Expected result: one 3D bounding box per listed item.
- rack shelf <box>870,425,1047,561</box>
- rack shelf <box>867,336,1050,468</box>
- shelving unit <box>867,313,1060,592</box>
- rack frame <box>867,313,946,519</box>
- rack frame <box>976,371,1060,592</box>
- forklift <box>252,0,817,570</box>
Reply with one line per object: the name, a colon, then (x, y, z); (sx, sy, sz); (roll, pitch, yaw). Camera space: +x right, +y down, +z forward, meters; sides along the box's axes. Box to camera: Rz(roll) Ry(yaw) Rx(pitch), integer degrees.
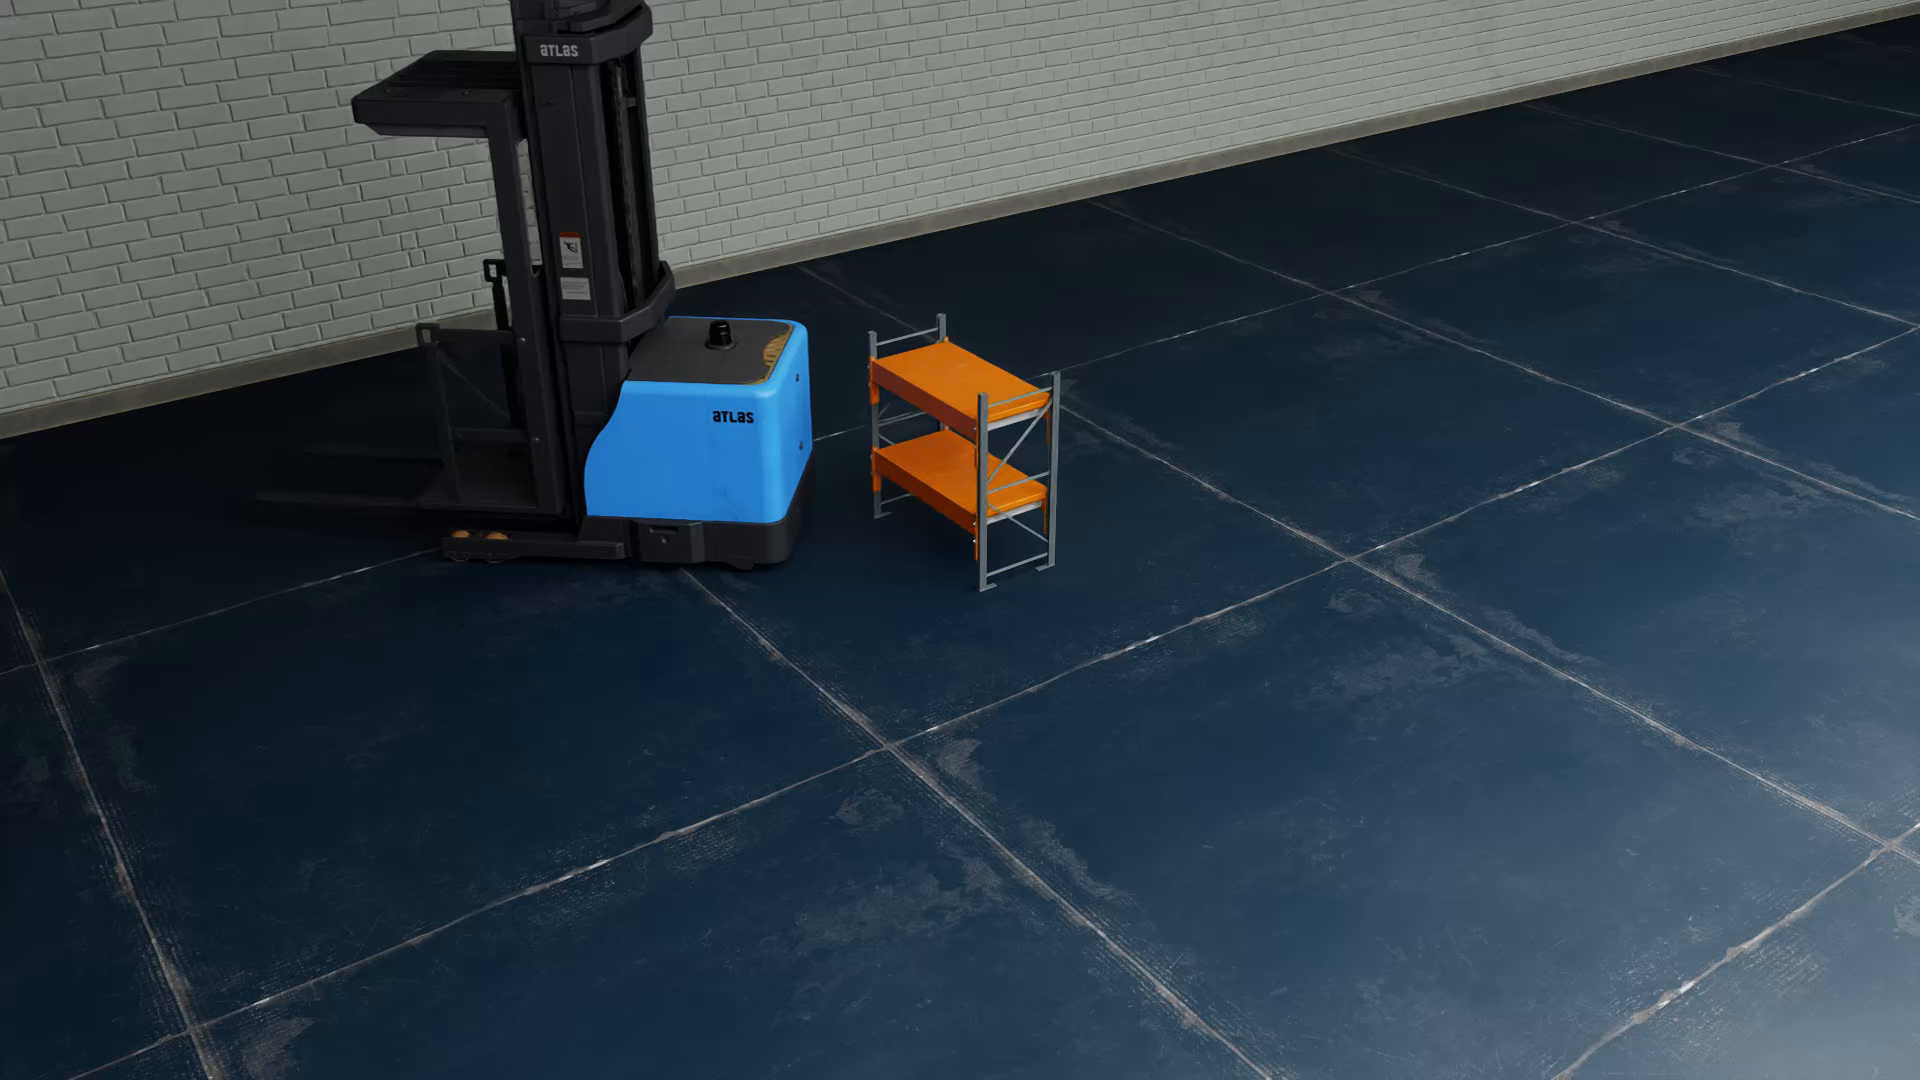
rack shelf: (0.004, -0.277, 9.093); (0.538, 0.278, 1.000); (-19, 34, -31)
rack shelf: (0.004, -0.749, 8.837); (0.538, 0.278, 1.000); (-19, 34, -31)
shelving unit: (0.004, -0.492, 8.977); (0.538, 1.125, 1.048); (-19, 34, -31)
rack frame: (-0.291, -0.689, 9.341); (0.500, 1.125, 0.032); (-19, 34, -31)
rack frame: (0.299, -0.294, 8.613); (0.500, 1.125, 0.032); (-19, 34, -31)
forklift: (-2.384, -1.409, 8.773); (3.031, 2.935, 1.130); (3, 29, 5)
